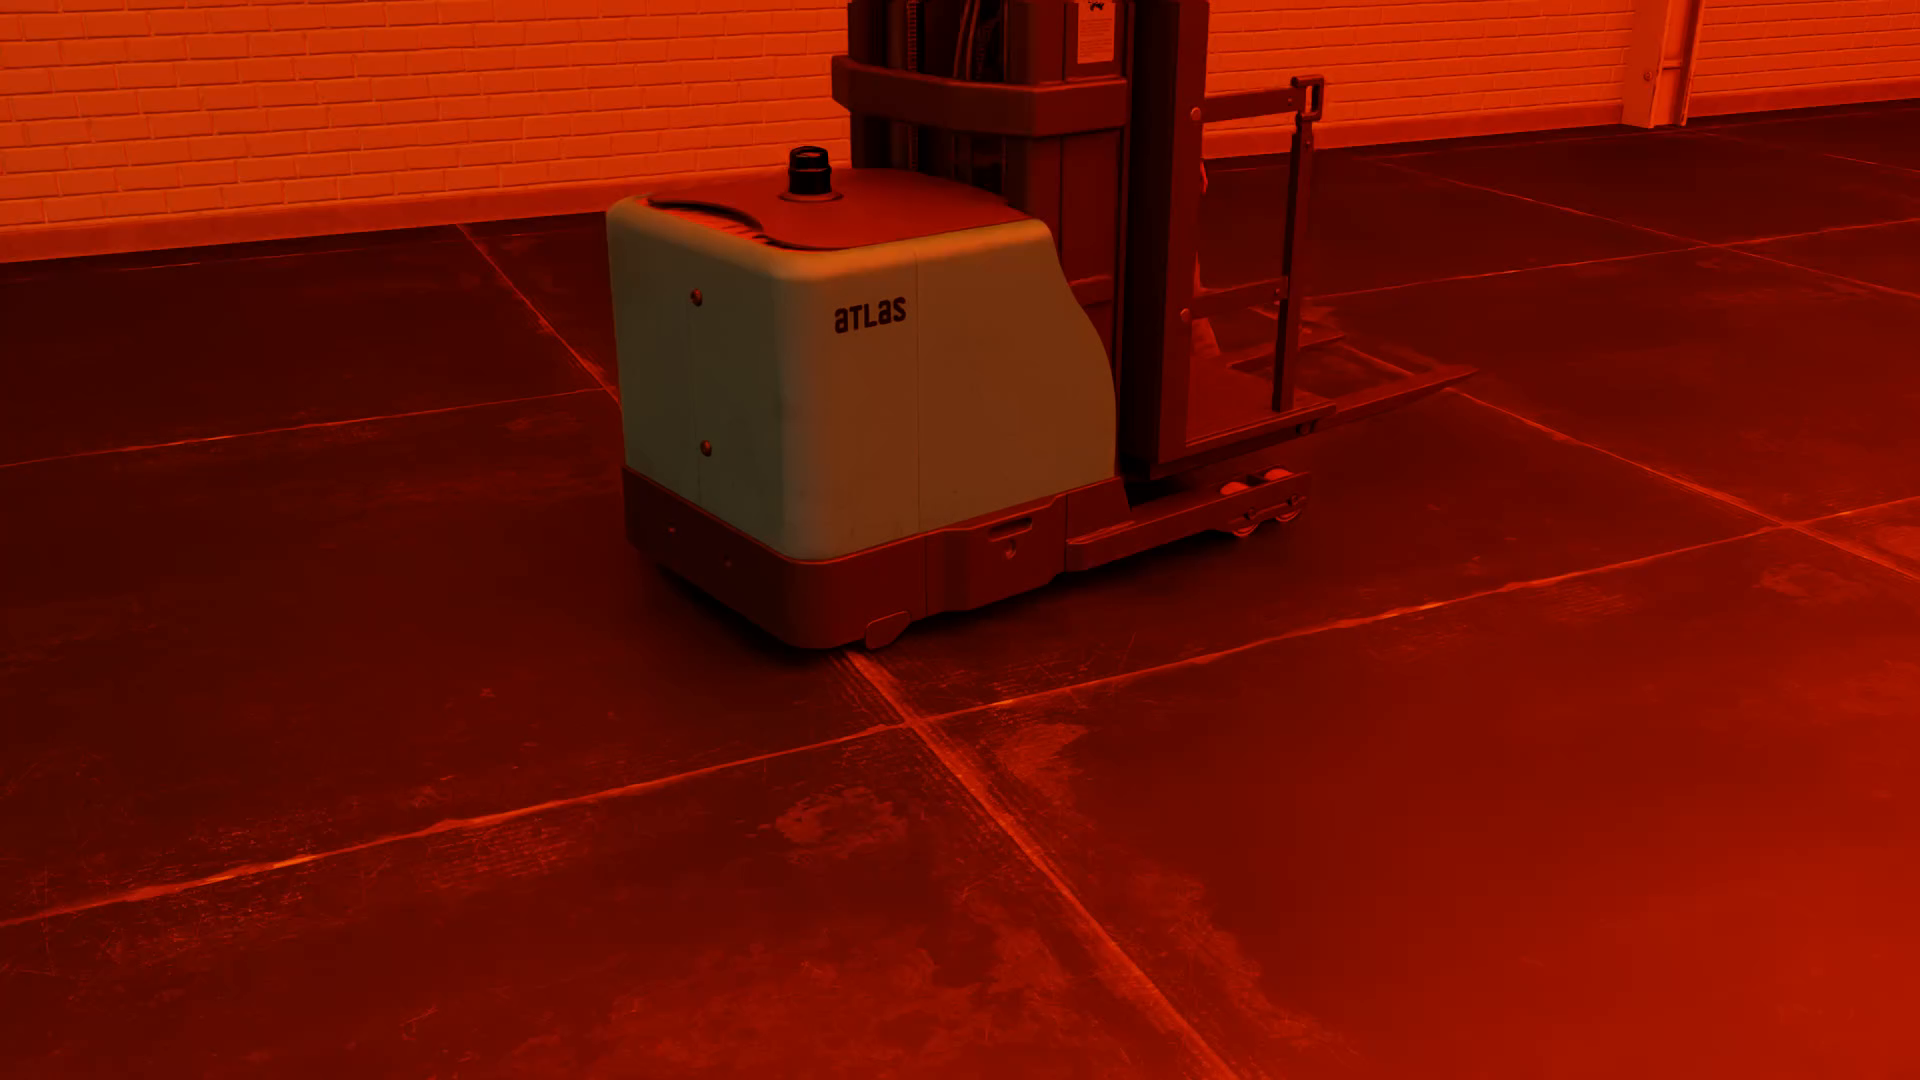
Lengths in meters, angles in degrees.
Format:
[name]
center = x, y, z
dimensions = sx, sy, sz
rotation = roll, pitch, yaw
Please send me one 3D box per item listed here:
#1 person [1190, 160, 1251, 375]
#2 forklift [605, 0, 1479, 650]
[person]
center = 0.845, -1.357, 6.250
dimensions = 0.706, 1.636, 0.625
rotation = 2, 23, 6
[forklift]
center = 0.480, -1.507, 4.914
dimensions = 3.031, 2.935, 1.130
rotation = -17, 28, -35
